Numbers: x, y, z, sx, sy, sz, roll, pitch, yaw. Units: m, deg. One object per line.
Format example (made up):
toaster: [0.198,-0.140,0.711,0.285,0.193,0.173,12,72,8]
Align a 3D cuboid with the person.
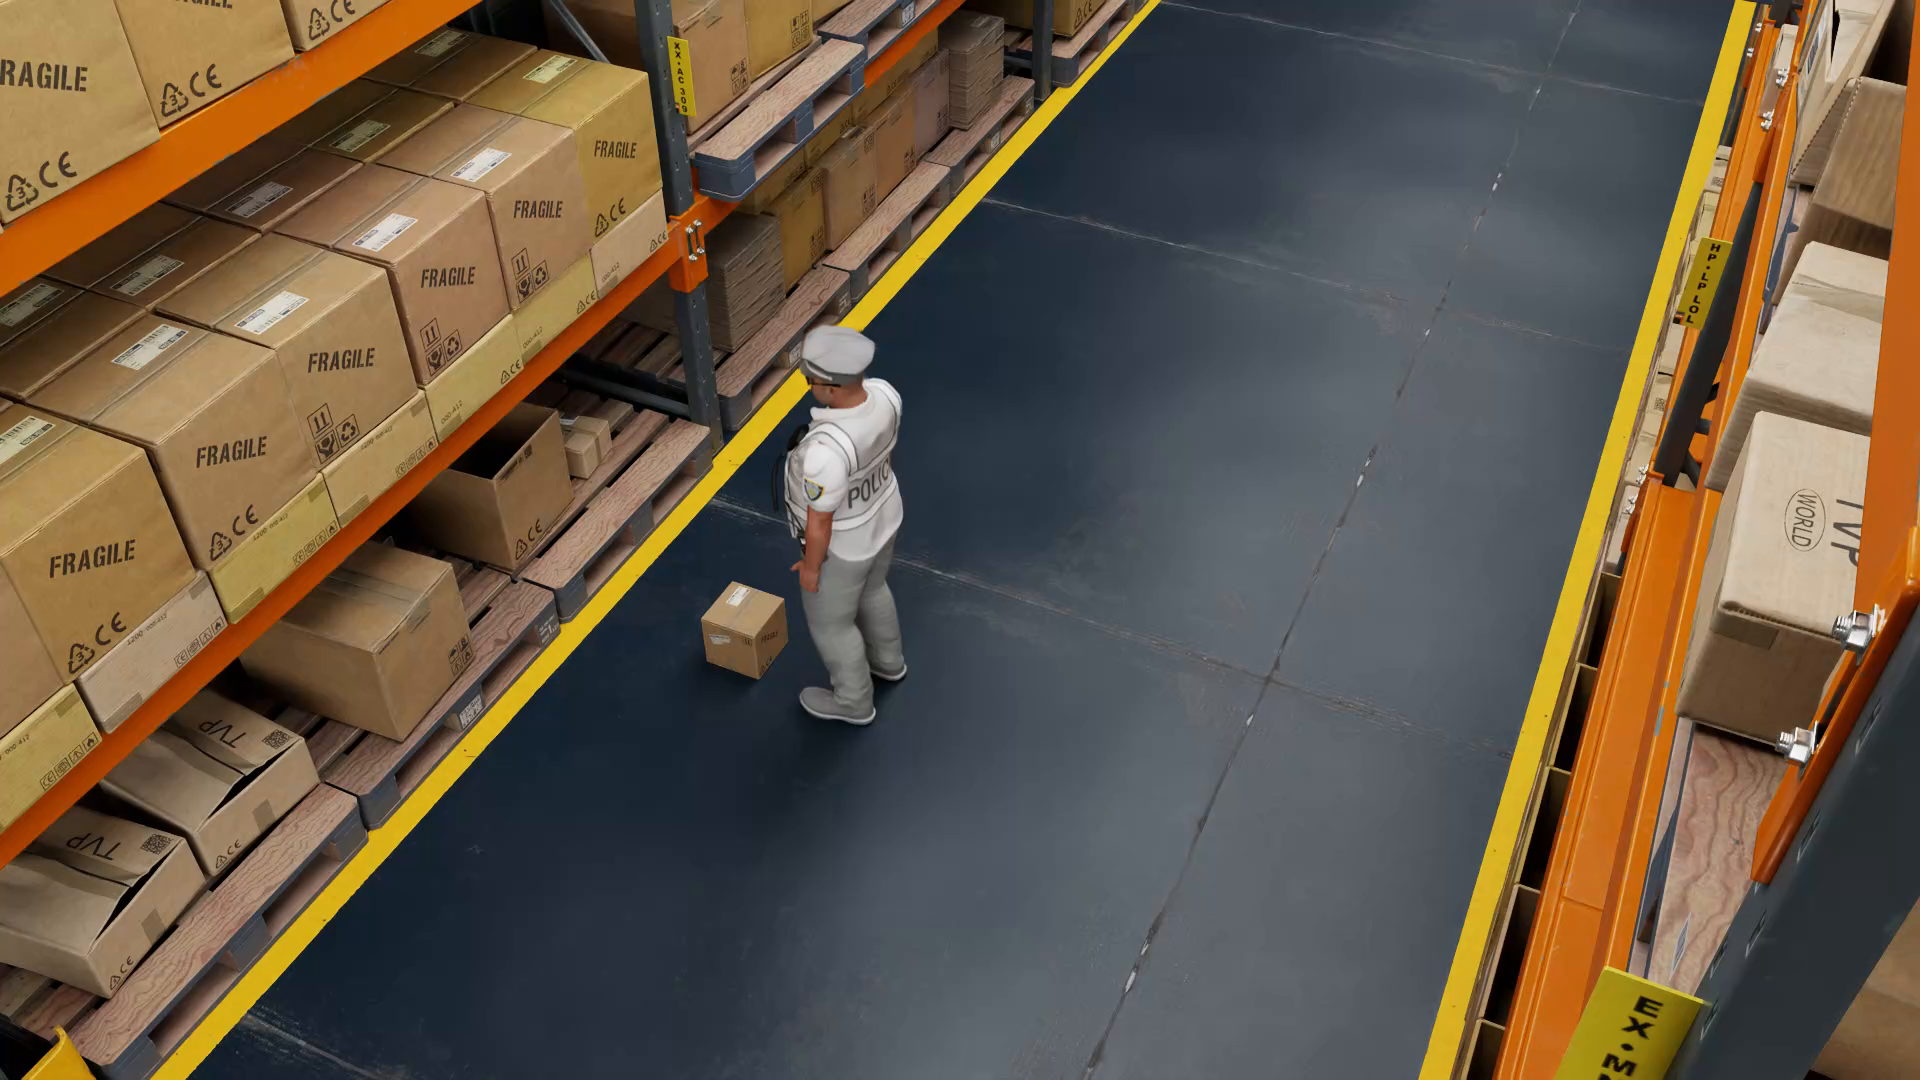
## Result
person: [-0.439,-0.032,6.195,0.393,1.749,0.528,18,45,19]
